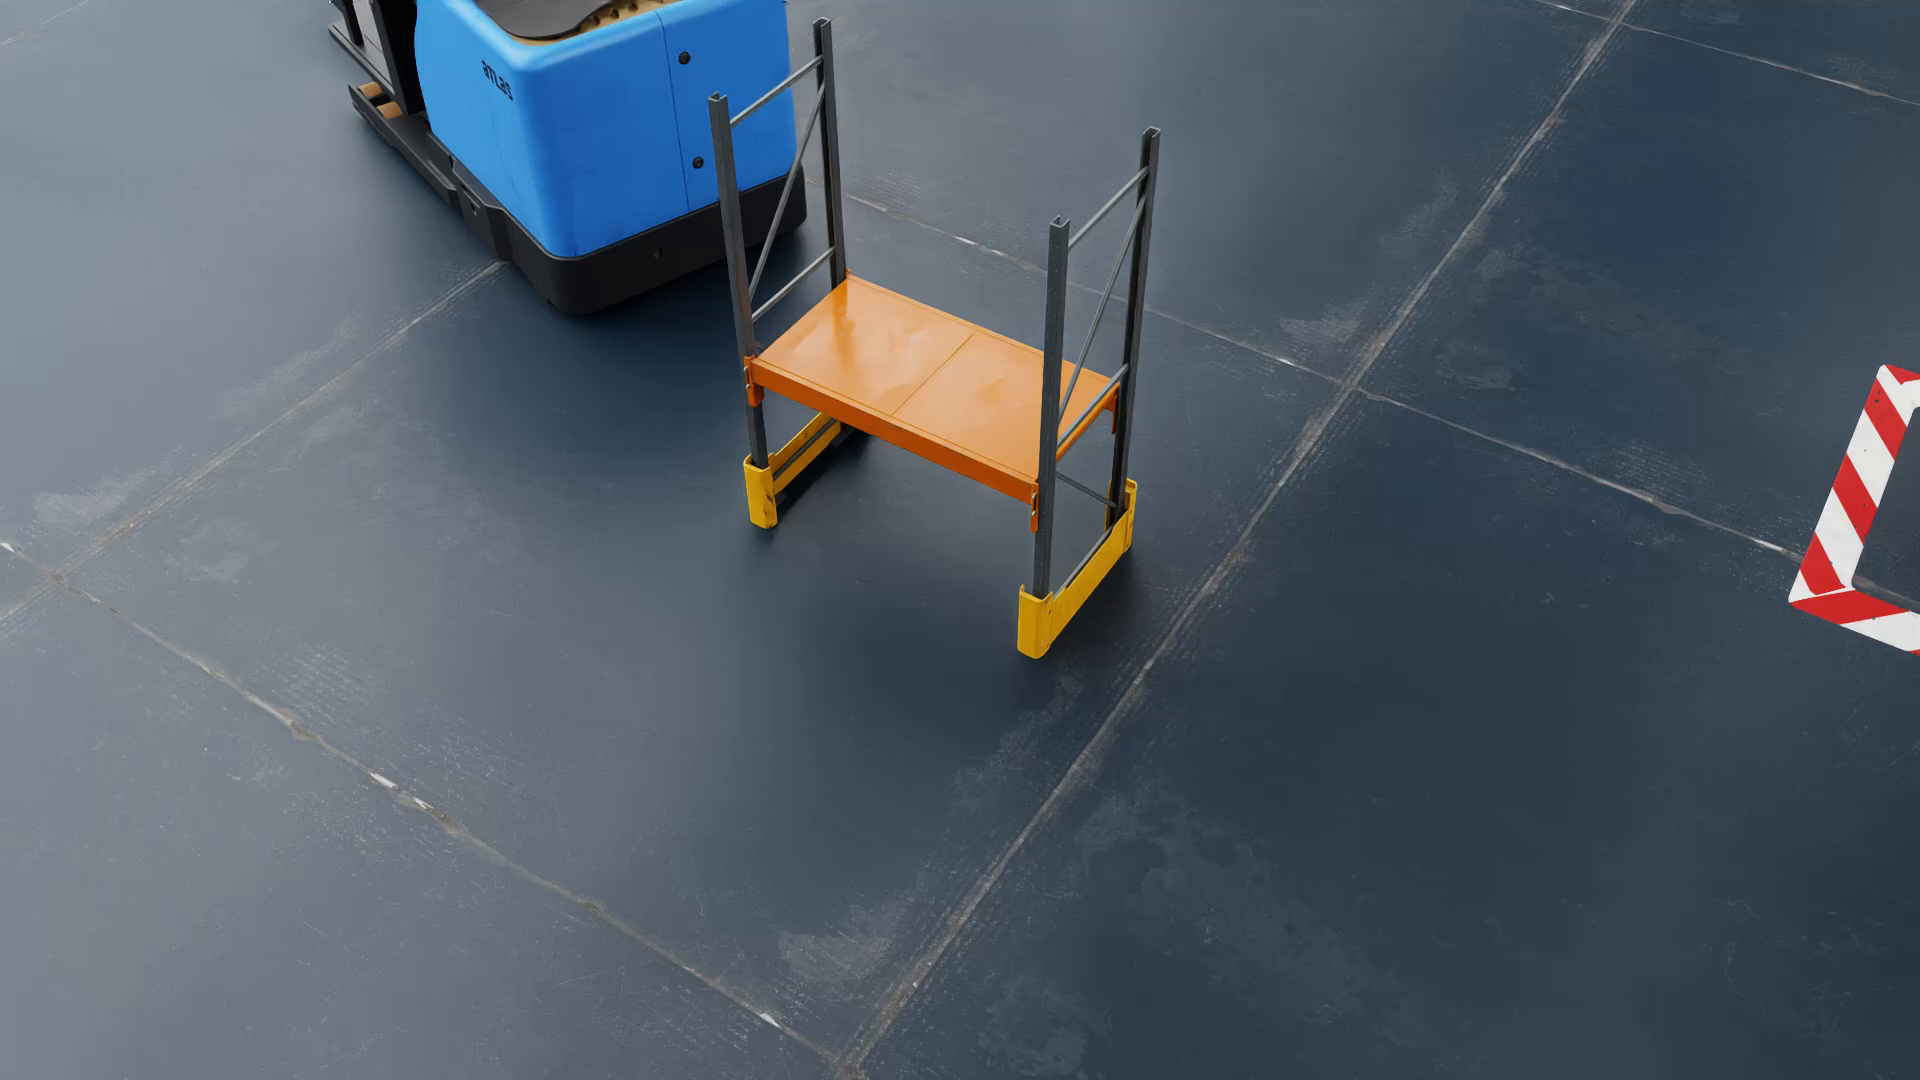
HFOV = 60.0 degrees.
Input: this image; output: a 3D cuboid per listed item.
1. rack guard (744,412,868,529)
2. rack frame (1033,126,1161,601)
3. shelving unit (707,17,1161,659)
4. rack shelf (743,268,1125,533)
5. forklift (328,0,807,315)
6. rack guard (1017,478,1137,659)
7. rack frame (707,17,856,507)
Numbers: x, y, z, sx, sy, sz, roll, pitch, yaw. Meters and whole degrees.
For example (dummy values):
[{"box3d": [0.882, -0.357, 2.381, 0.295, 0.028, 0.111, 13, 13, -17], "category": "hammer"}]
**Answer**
[{"box3d": [-0.483, -0.309, 5.376, 0.087, 0.250, 0.587, 25, 51, 22], "category": "rack guard"}, {"box3d": [0.356, -0.359, 4.553, 0.032, 1.500, 0.500, 25, 51, 22], "category": "rack frame"}, {"box3d": [-0.064, -0.552, 4.741, 1.083, 1.500, 0.587, 25, 51, 22], "category": "shelving unit"}, {"box3d": [-0.072, -0.430, 4.873, 1.000, 0.185, 0.538, 25, 51, 22], "category": "rack shelf"}, {"box3d": [-1.871, -2.836, 5.962, 1.130, 2.935, 3.031, -28, 52, -25], "category": "forklift"}, {"box3d": [0.355, 0.076, 5.002, 0.087, 0.250, 0.587, 25, 51, 22], "category": "rack guard"}, {"box3d": [-0.500, -0.753, 4.935, 0.032, 1.500, 0.500, 25, 51, 22], "category": "rack frame"}]
